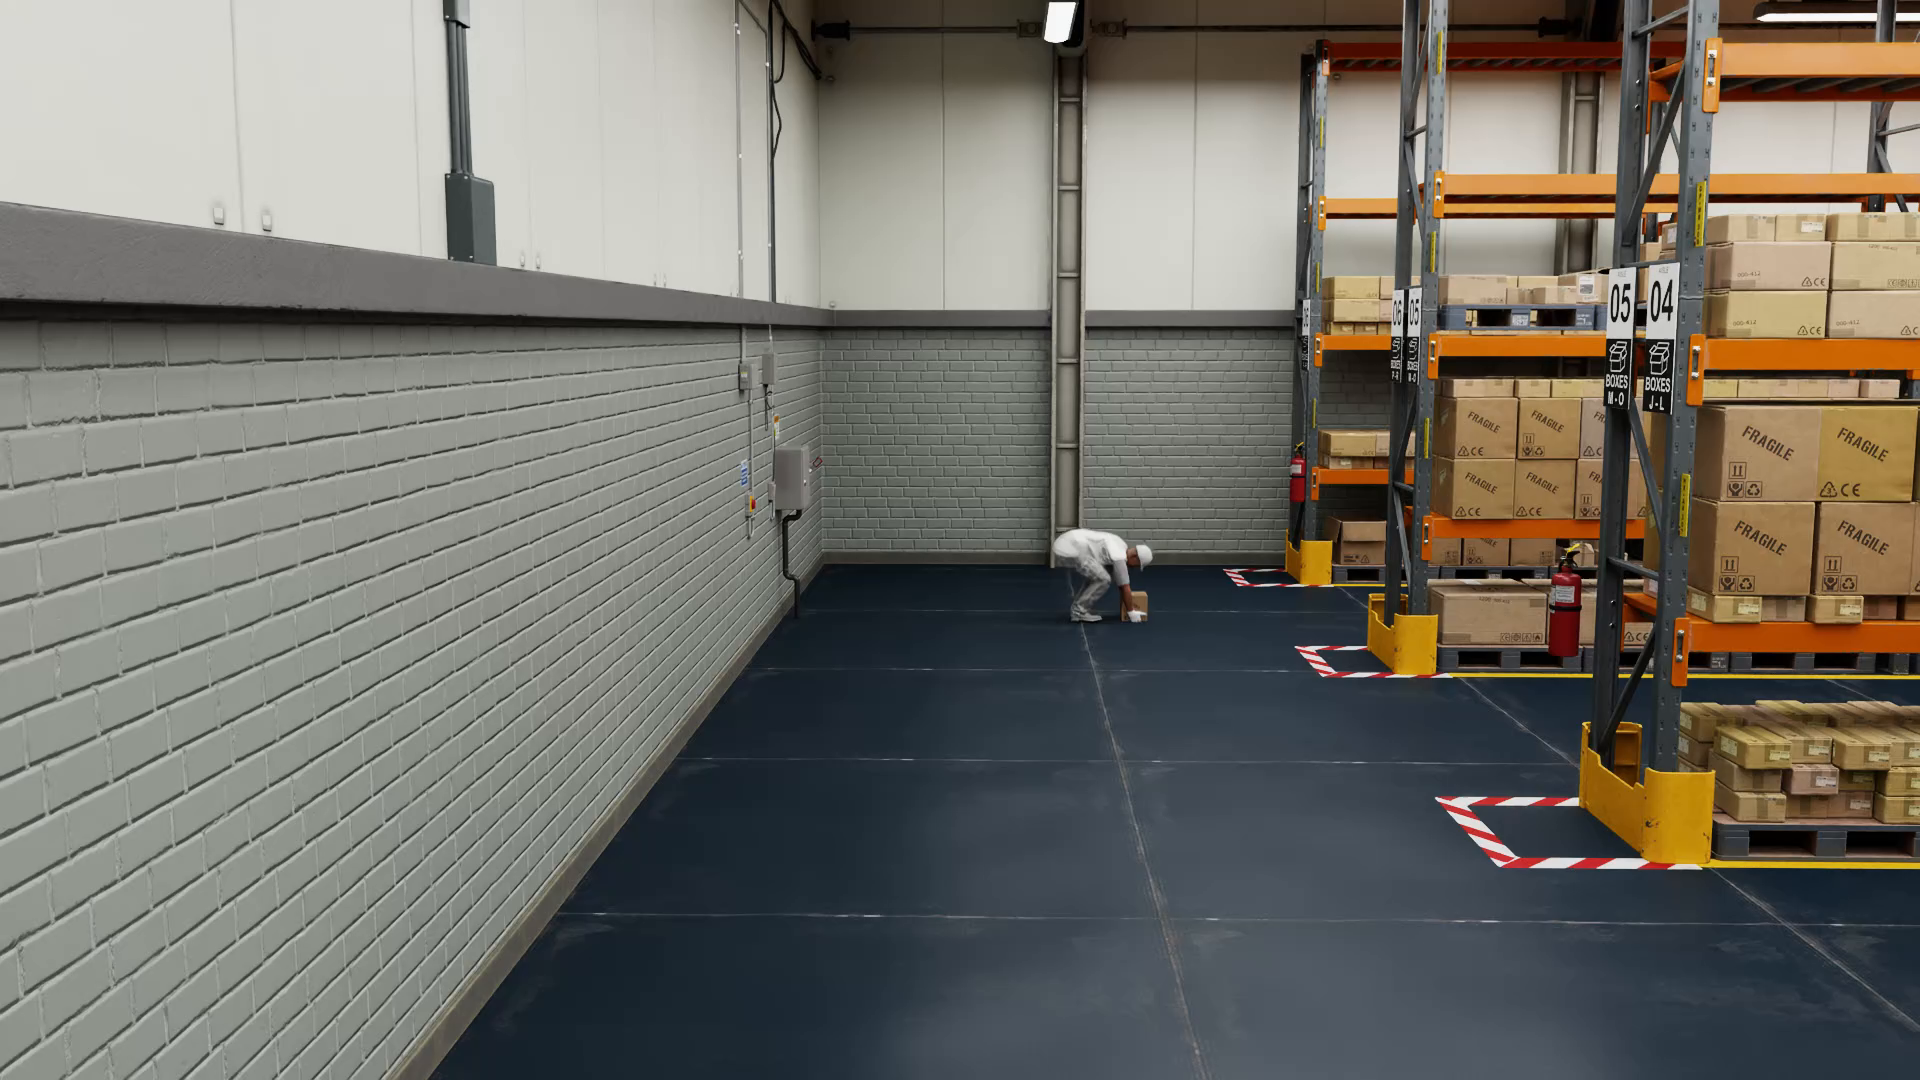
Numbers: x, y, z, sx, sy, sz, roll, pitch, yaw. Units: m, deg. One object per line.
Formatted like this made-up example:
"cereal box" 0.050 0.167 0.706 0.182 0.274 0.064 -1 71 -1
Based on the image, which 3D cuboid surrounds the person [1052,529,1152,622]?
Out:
"person" 1.411 0.346 16.500 0.986 0.917 0.534 0 7 -1
